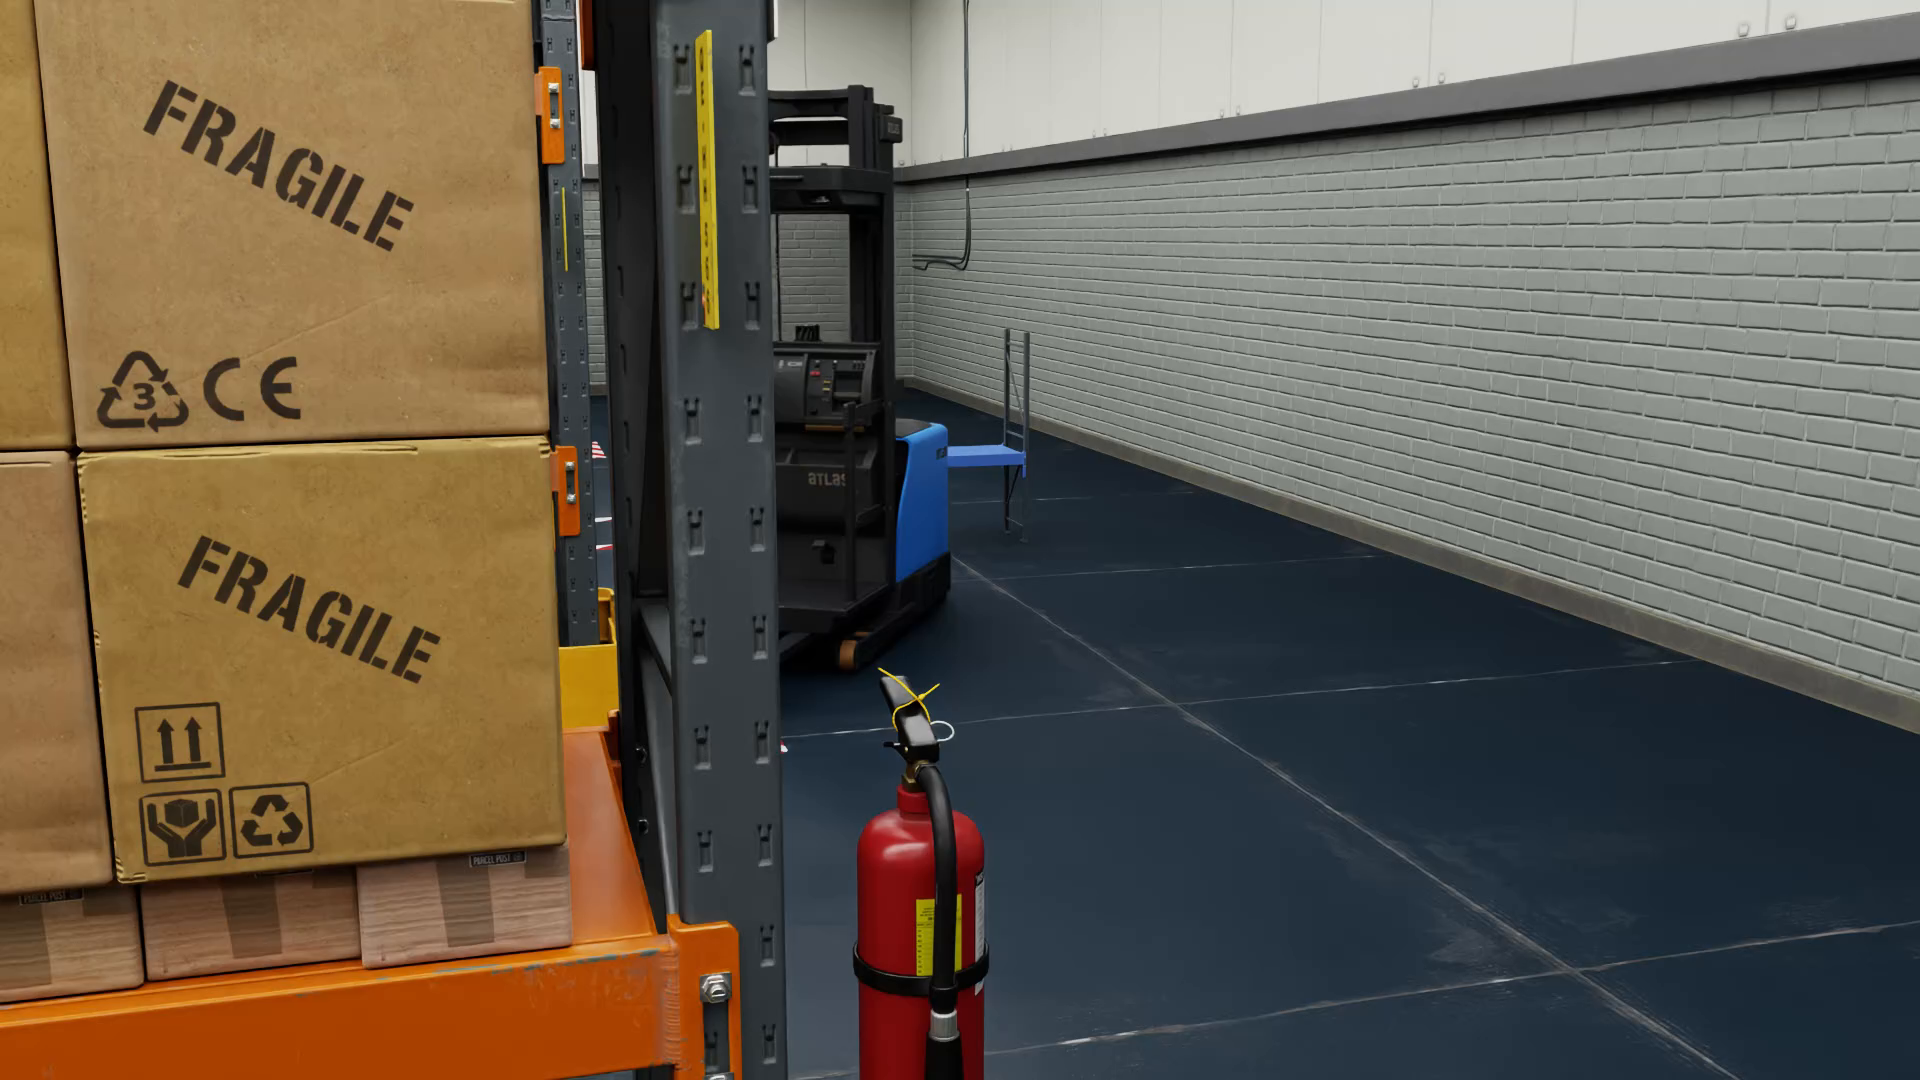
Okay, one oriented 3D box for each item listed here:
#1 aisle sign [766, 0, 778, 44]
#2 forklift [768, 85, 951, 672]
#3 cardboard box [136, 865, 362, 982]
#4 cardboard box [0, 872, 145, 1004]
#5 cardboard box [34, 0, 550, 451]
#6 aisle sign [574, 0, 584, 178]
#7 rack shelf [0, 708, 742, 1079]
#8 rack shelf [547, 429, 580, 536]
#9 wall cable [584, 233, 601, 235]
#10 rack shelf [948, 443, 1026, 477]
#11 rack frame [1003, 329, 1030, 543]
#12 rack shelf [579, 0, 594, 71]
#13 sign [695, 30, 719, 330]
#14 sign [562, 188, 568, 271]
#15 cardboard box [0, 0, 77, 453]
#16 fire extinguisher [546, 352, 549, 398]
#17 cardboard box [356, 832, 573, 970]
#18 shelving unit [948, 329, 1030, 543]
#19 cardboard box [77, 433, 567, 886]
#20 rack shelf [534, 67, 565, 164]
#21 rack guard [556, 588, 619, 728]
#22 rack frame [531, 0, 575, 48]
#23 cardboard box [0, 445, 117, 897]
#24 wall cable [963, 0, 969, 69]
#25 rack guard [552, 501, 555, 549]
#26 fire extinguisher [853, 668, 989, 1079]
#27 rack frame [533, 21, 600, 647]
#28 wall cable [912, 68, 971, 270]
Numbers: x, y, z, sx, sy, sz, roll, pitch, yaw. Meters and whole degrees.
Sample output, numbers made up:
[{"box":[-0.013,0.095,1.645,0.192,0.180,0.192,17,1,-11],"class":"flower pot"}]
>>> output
[{"box":[-0.269,-1.007,2.051,0.004,0.787,0.394,-3,11,-16],"class":"aisle sign"},{"box":[-0.951,-0.851,8.574,1.130,2.935,3.031,3,11,16],"class":"forklift"},{"box":[-0.906,0.418,2.183,0.250,0.149,0.380,-3,11,-16],"class":"cardboard box"},{"box":[-1.143,0.434,2.100,0.250,0.149,0.380,-3,11,-17],"class":"cardboard box"},{"box":[-0.793,-0.398,2.062,0.500,0.500,0.500,-3,11,-17],"class":"cardboard box"},{"box":[-1.559,-1.874,6.762,0.004,0.787,0.394,-3,11,-16],"class":"aisle sign"},{"box":[-2.343,0.678,2.065,4.000,0.370,1.077,-3,11,-16],"class":"rack shelf"},{"box":[-3.632,-0.189,6.776,4.000,0.370,1.077,-3,11,-16],"class":"rack shelf"},{"box":[-4.901,-3.956,22.446,1.851,1.984,0.084,-3,11,-16],"class":"wall cable"},{"box":[-0.082,-0.556,11.920,1.000,0.185,0.538,-3,11,-16],"class":"rack shelf"},{"box":[0.406,-0.759,12.027,0.032,1.500,0.500,-3,11,-16],"class":"rack frame"},{"box":[-2.343,-0.797,1.793,4.000,0.370,1.077,-3,11,-16],"class":"rack shelf"},{"box":[-0.287,-0.404,1.887,0.005,0.325,0.100,-3,11,-16],"class":"sign"},{"box":[-1.574,-1.235,6.618,0.005,0.325,0.100,-3,11,-16],"class":"sign"},{"box":[-1.279,-0.372,1.923,0.500,0.500,0.500,-3,11,-18],"class":"cardboard box"},{"box":[-2.825,-1.212,11.591,0.183,0.674,0.296,-3,11,-16],"class":"fire extinguisher"},{"box":[-0.657,0.412,2.216,0.250,0.149,0.380,-3,11,-16],"class":"cardboard box"},{"box":[-0.082,-0.733,11.887,1.048,1.500,0.538,-3,11,-16],"class":"shelving unit"},{"box":[-0.782,0.095,2.147,0.500,0.500,0.500,-3,11,-15],"class":"cardboard box"},{"box":[-3.632,-1.664,6.505,4.000,0.370,1.077,-3,11,-16],"class":"rack shelf"},{"box":[-1.689,0.584,7.494,0.348,0.500,1.175,-3,11,-16],"class":"rack guard"},{"box":[-1.712,-3.595,6.718,0.127,3.000,1.000,-3,11,-16],"class":"rack frame"},{"box":[-1.278,0.120,2.010,0.500,0.500,0.500,-3,11,-17],"class":"cardboard box"},{"box":[0.421,-6.888,19.236,0.112,2.526,3.097,-3,11,-16],"class":"wall cable"},{"box":[-3.077,-0.279,12.183,0.348,0.500,1.175,-3,11,-16],"class":"rack guard"},{"box":[-0.052,0.512,2.224,0.183,0.674,0.296,-3,11,-16],"class":"fire extinguisher"},{"box":[-1.712,-0.644,7.261,0.127,3.000,1.000,-3,11,-16],"class":"rack frame"},{"box":[-0.335,-4.875,22.248,0.112,2.526,3.097,-3,11,-16],"class":"wall cable"}]
